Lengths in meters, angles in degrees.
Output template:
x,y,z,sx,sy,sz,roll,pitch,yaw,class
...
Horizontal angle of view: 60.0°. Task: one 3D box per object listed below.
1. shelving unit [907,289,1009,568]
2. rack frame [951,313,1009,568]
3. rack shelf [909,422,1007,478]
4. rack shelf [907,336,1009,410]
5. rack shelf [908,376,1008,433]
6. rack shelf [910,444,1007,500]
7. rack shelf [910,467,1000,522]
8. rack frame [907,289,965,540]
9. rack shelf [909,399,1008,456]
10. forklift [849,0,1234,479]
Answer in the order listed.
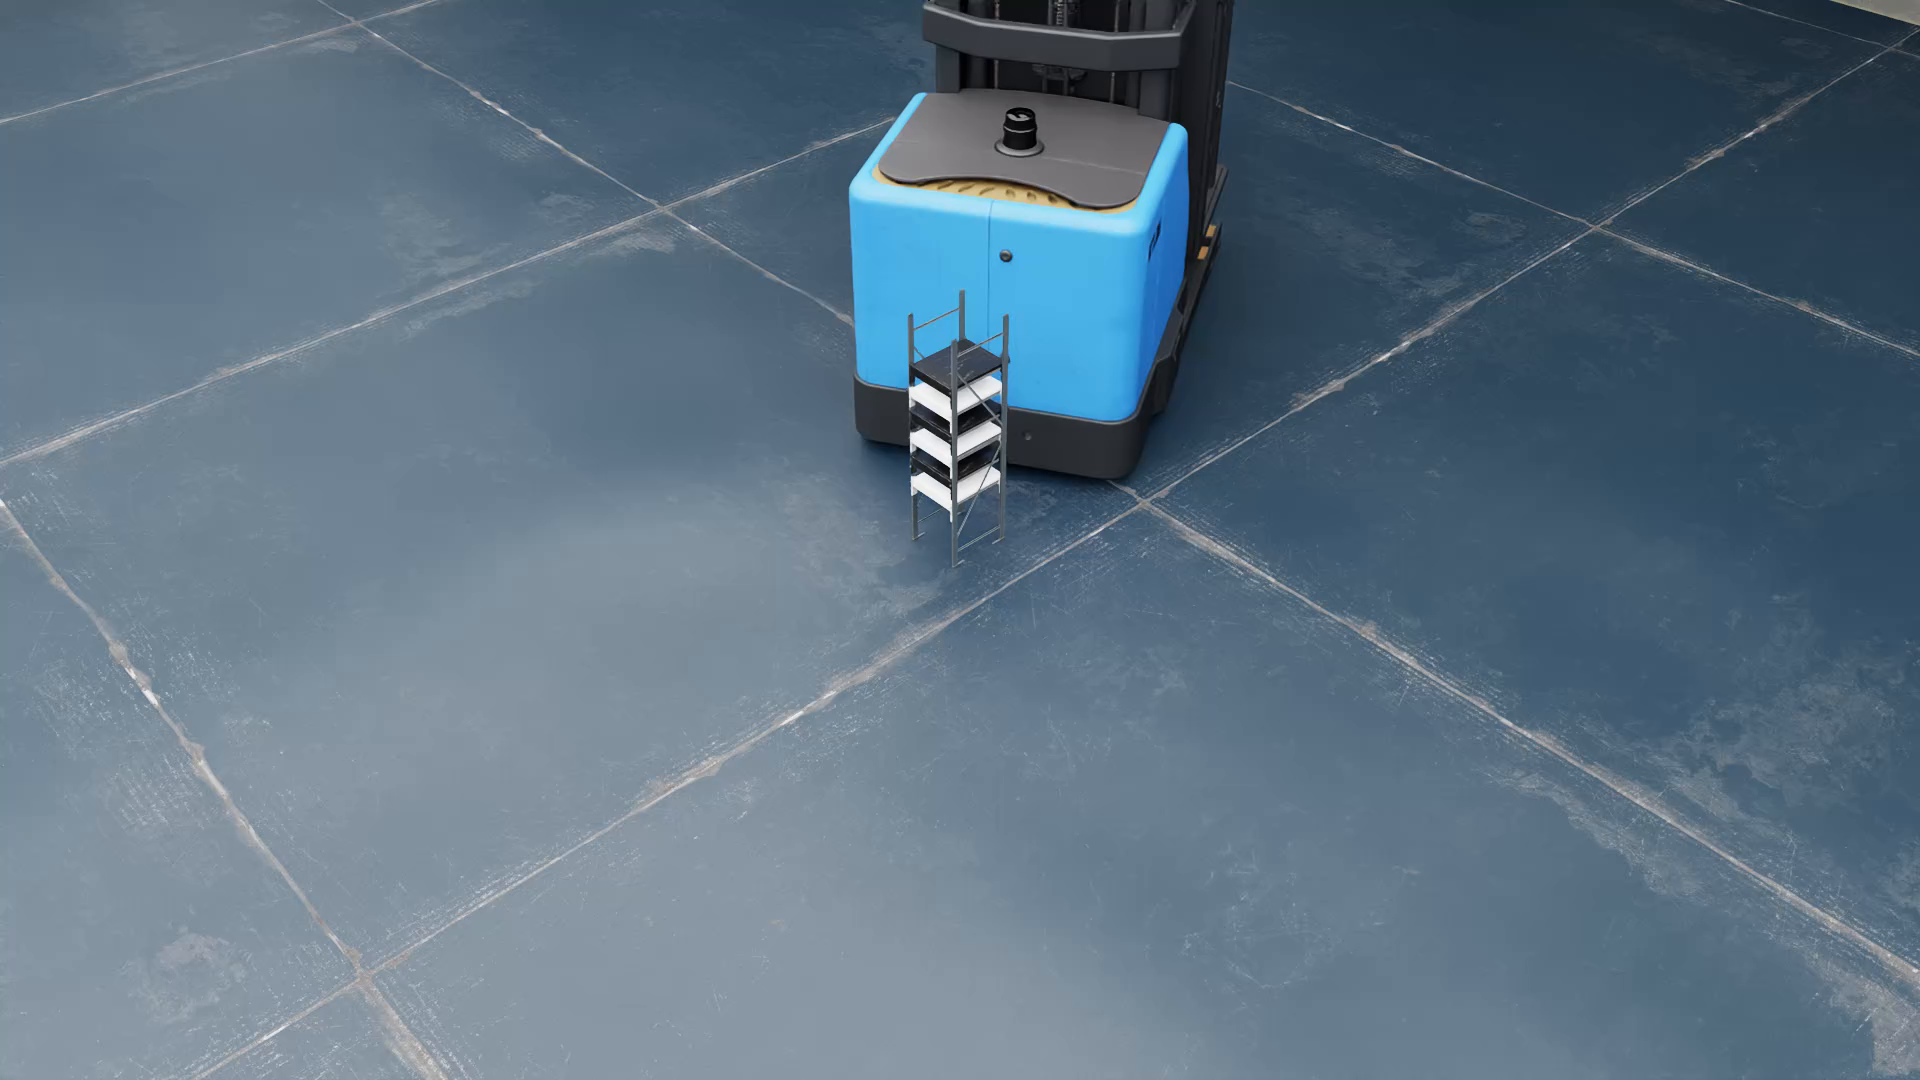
x,y,z,sx,sy,sz,roll,pitch,yaw,class
-0.005,-0.354,5.472,0.258,0.900,0.210,-30,48,-32,shelving unit
0.063,-0.307,5.414,0.240,0.900,0.006,-30,48,-32,rack frame
-0.005,-0.328,5.493,0.258,0.077,0.200,-30,48,-32,rack shelf
-0.005,-0.538,5.323,0.258,0.077,0.200,-30,48,-32,rack shelf
-0.005,-0.468,5.380,0.258,0.077,0.200,-30,48,-32,rack shelf
-0.005,-0.258,5.549,0.258,0.077,0.200,-30,48,-32,rack shelf
-0.005,-0.188,5.606,0.258,0.077,0.200,-30,48,-32,rack shelf
-0.074,-0.401,5.530,0.240,0.900,0.006,-30,48,-32,rack frame
-0.005,-0.398,5.436,0.258,0.077,0.200,-30,48,-32,rack shelf
0.510,-2.288,6.251,1.130,2.935,3.031,10,40,12,forklift
